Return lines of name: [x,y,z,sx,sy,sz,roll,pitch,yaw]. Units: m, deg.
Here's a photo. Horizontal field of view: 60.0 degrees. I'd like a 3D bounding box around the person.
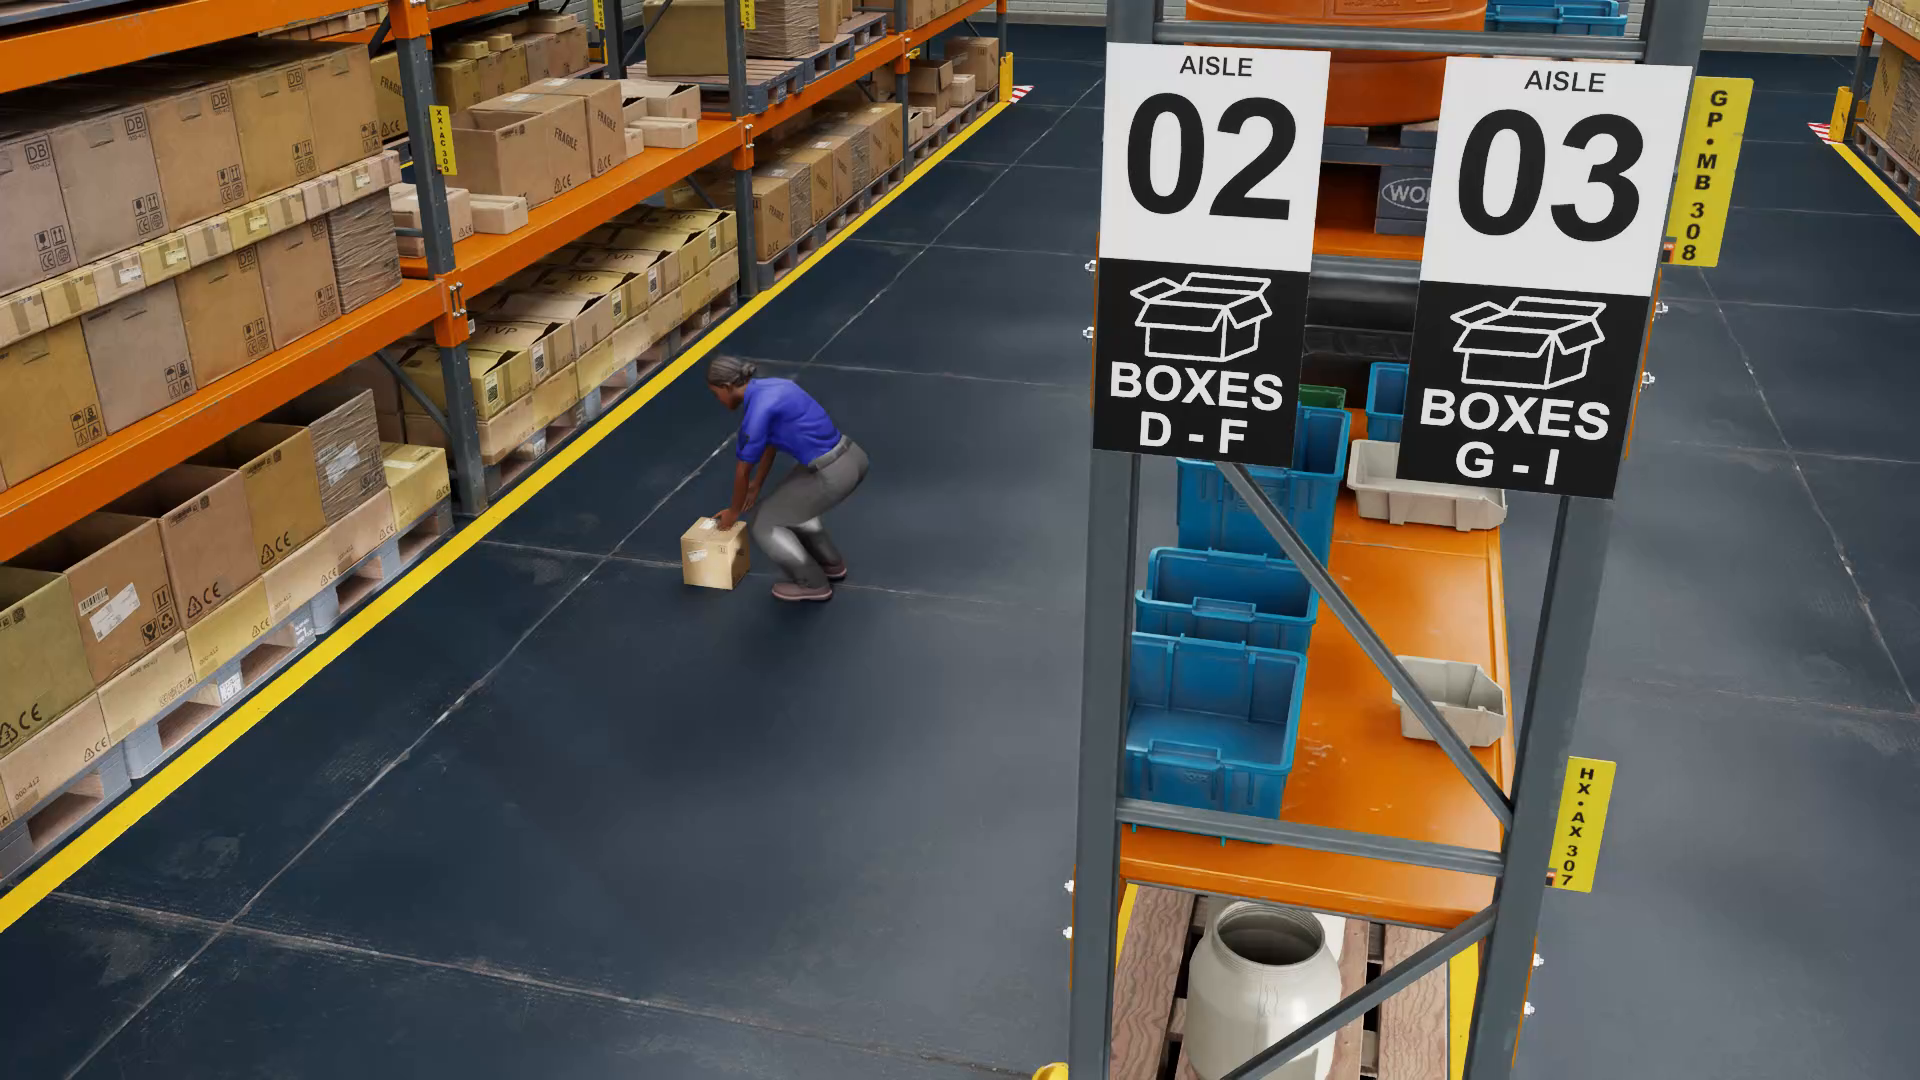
person: [-0.809,-0.292,7.814,0.731,1.162,0.501,6,26,13]
